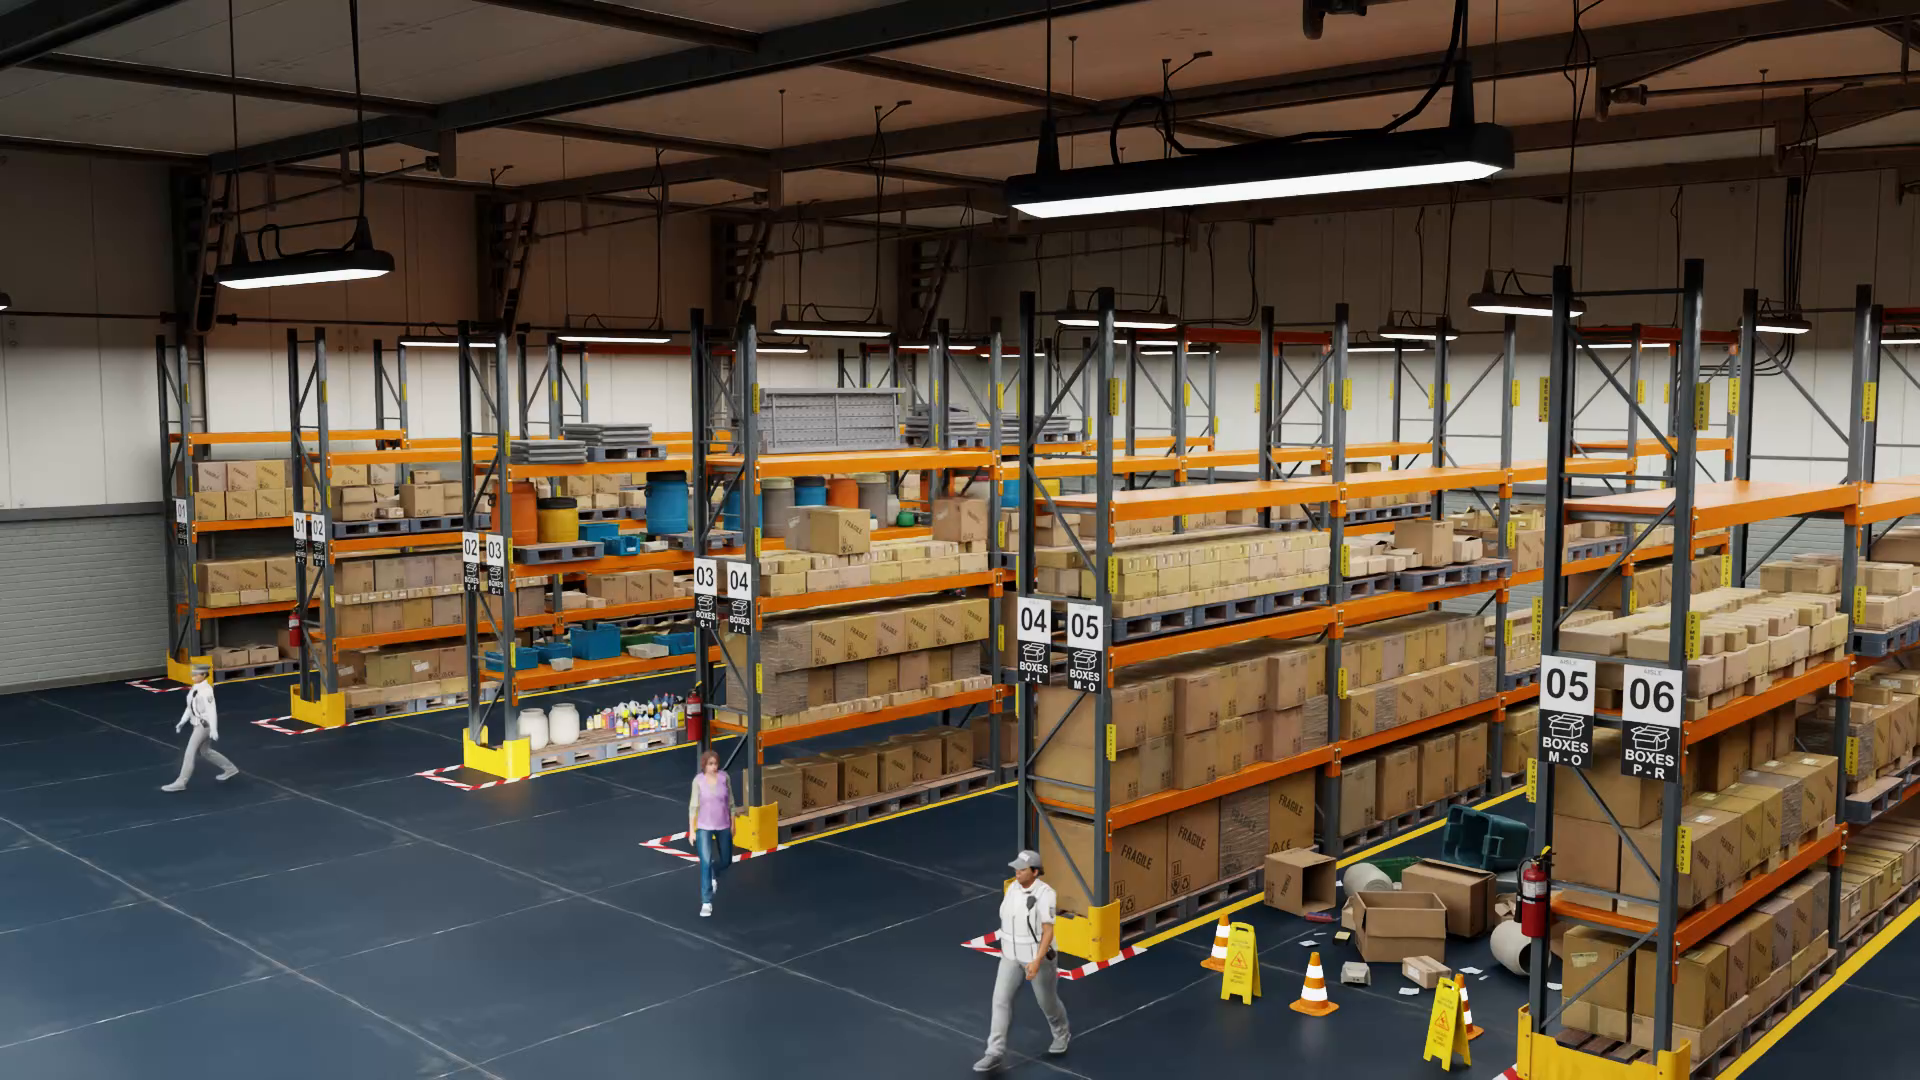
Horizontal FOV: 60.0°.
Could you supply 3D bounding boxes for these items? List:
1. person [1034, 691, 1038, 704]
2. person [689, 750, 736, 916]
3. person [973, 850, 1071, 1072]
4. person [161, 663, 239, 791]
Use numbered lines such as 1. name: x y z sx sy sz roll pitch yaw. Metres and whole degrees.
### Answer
1. person: 1.214 1.830 26.006 0.510 1.808 0.610 -4 7 -38
2. person: -2.431 2.834 16.326 0.474 1.585 0.633 -2 6 -16
3. person: 0.496 3.163 12.600 0.503 1.611 0.957 4 7 38
4. person: -9.689 2.365 21.187 0.938 1.622 0.561 -5 7 -40
